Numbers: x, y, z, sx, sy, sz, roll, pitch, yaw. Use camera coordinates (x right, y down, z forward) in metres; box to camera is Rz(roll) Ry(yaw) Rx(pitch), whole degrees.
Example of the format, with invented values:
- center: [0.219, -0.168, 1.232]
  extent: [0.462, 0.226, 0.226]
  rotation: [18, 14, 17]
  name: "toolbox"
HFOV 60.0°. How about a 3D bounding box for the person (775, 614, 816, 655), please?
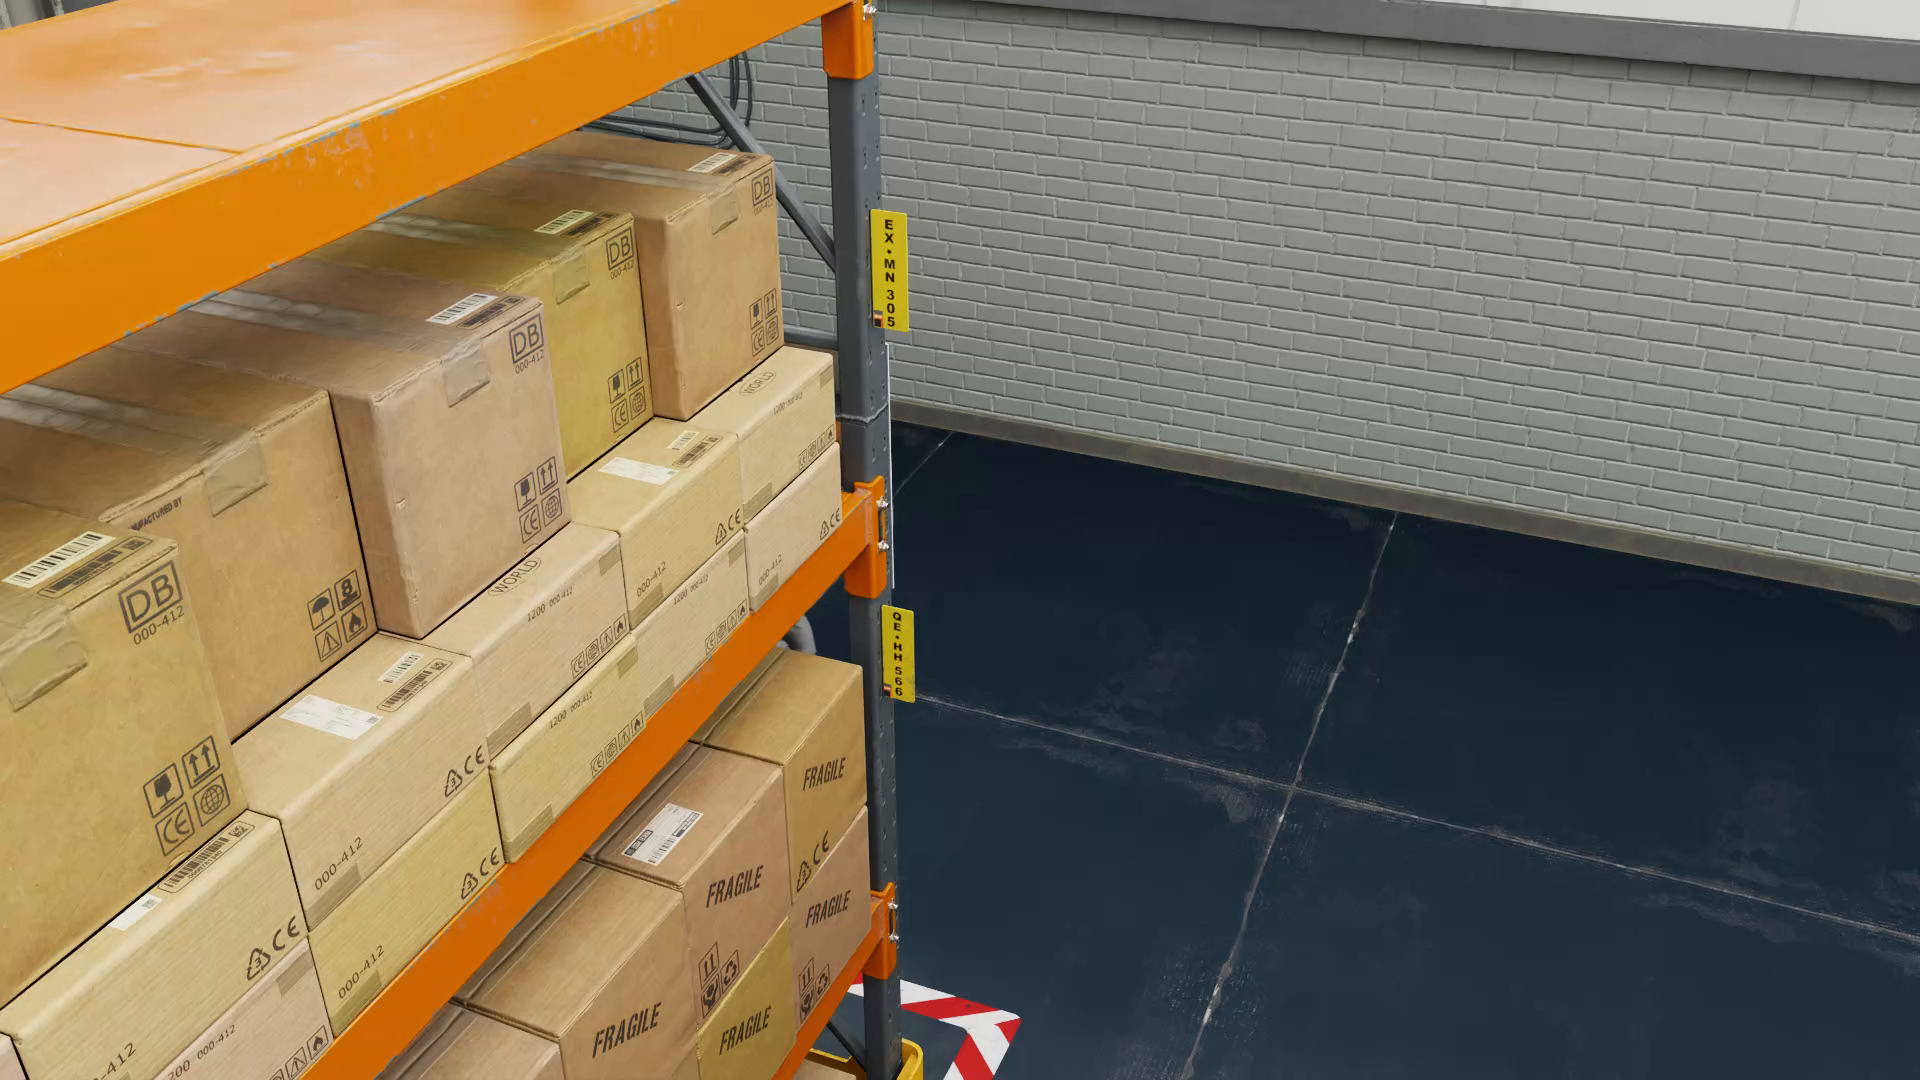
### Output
- center: [-1.026, 0.233, 8.360]
  extent: [0.879, 1.295, 0.411]
  rotation: [10, 31, 17]
  name: "person"
